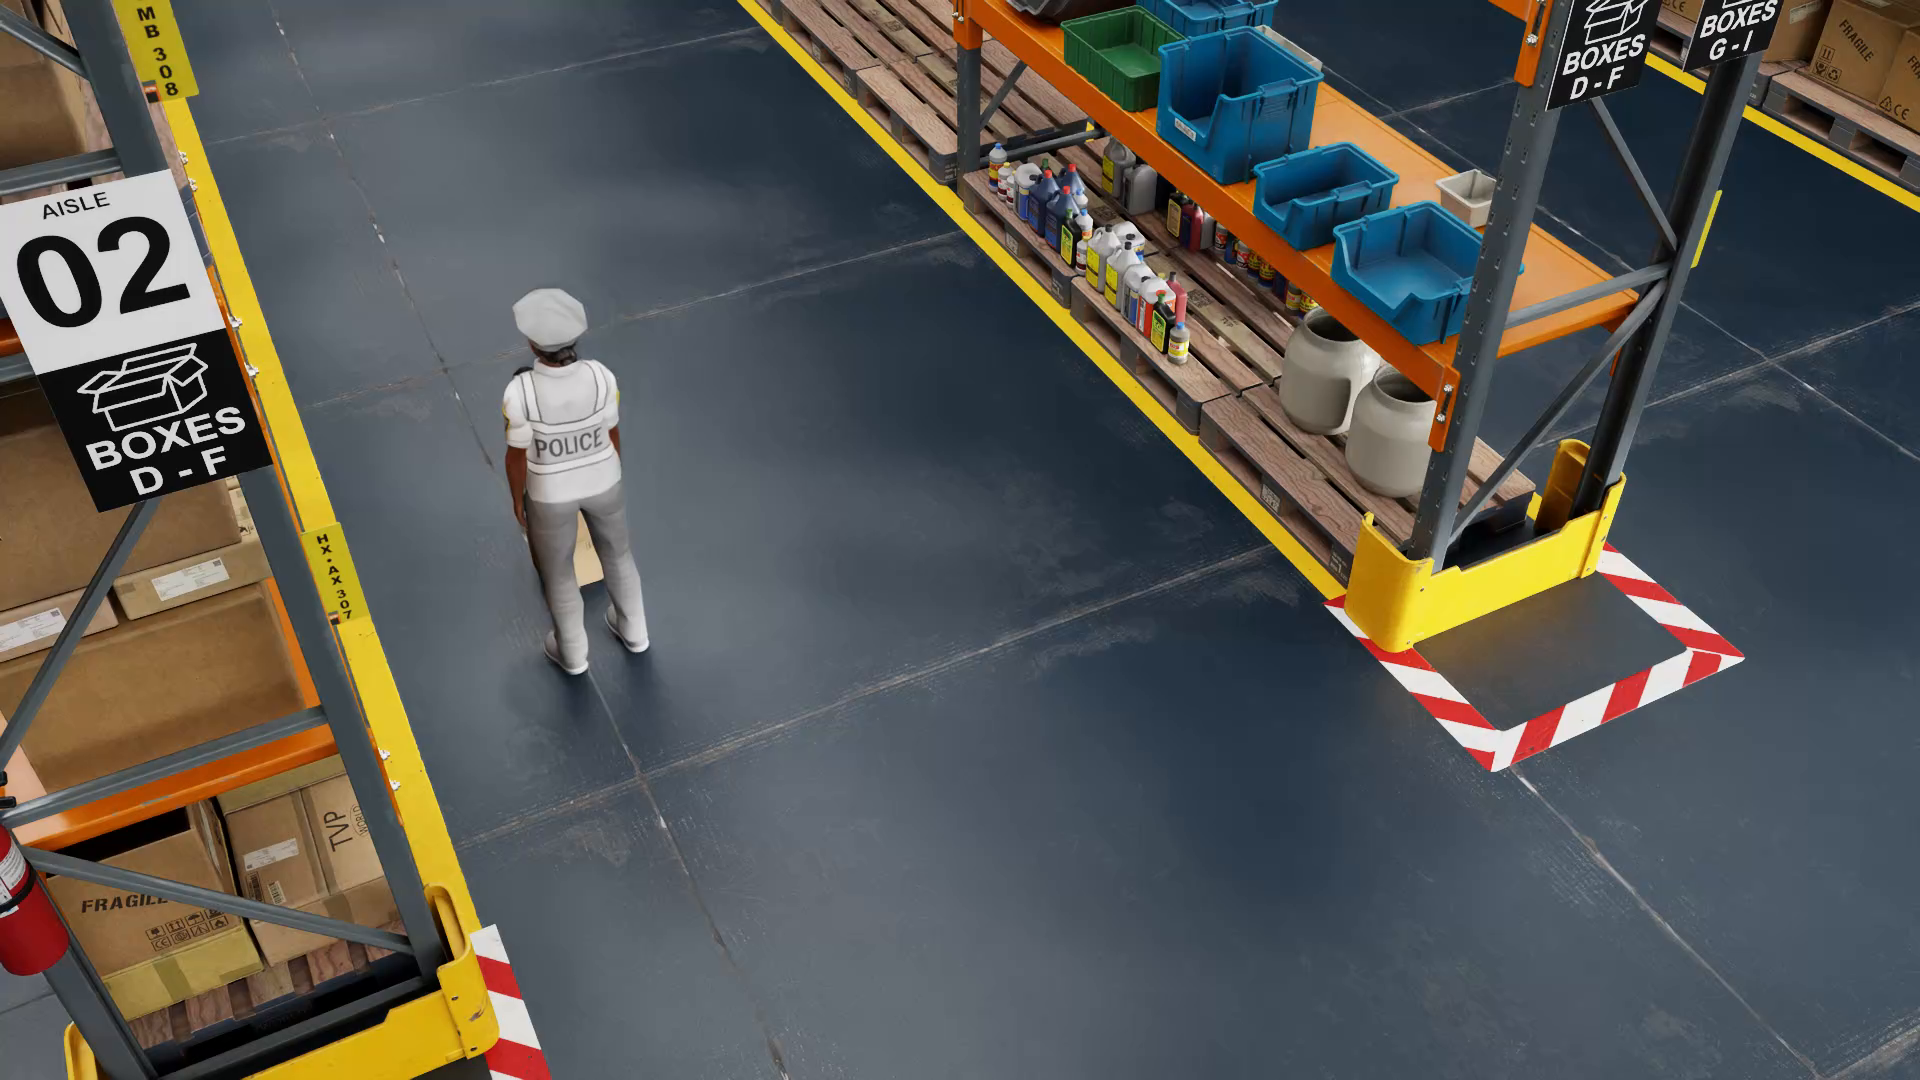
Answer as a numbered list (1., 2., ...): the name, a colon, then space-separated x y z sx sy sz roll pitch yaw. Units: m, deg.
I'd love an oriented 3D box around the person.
1. person: -1.490 -0.204 6.375 0.467 1.695 0.337 -18 45 -19
